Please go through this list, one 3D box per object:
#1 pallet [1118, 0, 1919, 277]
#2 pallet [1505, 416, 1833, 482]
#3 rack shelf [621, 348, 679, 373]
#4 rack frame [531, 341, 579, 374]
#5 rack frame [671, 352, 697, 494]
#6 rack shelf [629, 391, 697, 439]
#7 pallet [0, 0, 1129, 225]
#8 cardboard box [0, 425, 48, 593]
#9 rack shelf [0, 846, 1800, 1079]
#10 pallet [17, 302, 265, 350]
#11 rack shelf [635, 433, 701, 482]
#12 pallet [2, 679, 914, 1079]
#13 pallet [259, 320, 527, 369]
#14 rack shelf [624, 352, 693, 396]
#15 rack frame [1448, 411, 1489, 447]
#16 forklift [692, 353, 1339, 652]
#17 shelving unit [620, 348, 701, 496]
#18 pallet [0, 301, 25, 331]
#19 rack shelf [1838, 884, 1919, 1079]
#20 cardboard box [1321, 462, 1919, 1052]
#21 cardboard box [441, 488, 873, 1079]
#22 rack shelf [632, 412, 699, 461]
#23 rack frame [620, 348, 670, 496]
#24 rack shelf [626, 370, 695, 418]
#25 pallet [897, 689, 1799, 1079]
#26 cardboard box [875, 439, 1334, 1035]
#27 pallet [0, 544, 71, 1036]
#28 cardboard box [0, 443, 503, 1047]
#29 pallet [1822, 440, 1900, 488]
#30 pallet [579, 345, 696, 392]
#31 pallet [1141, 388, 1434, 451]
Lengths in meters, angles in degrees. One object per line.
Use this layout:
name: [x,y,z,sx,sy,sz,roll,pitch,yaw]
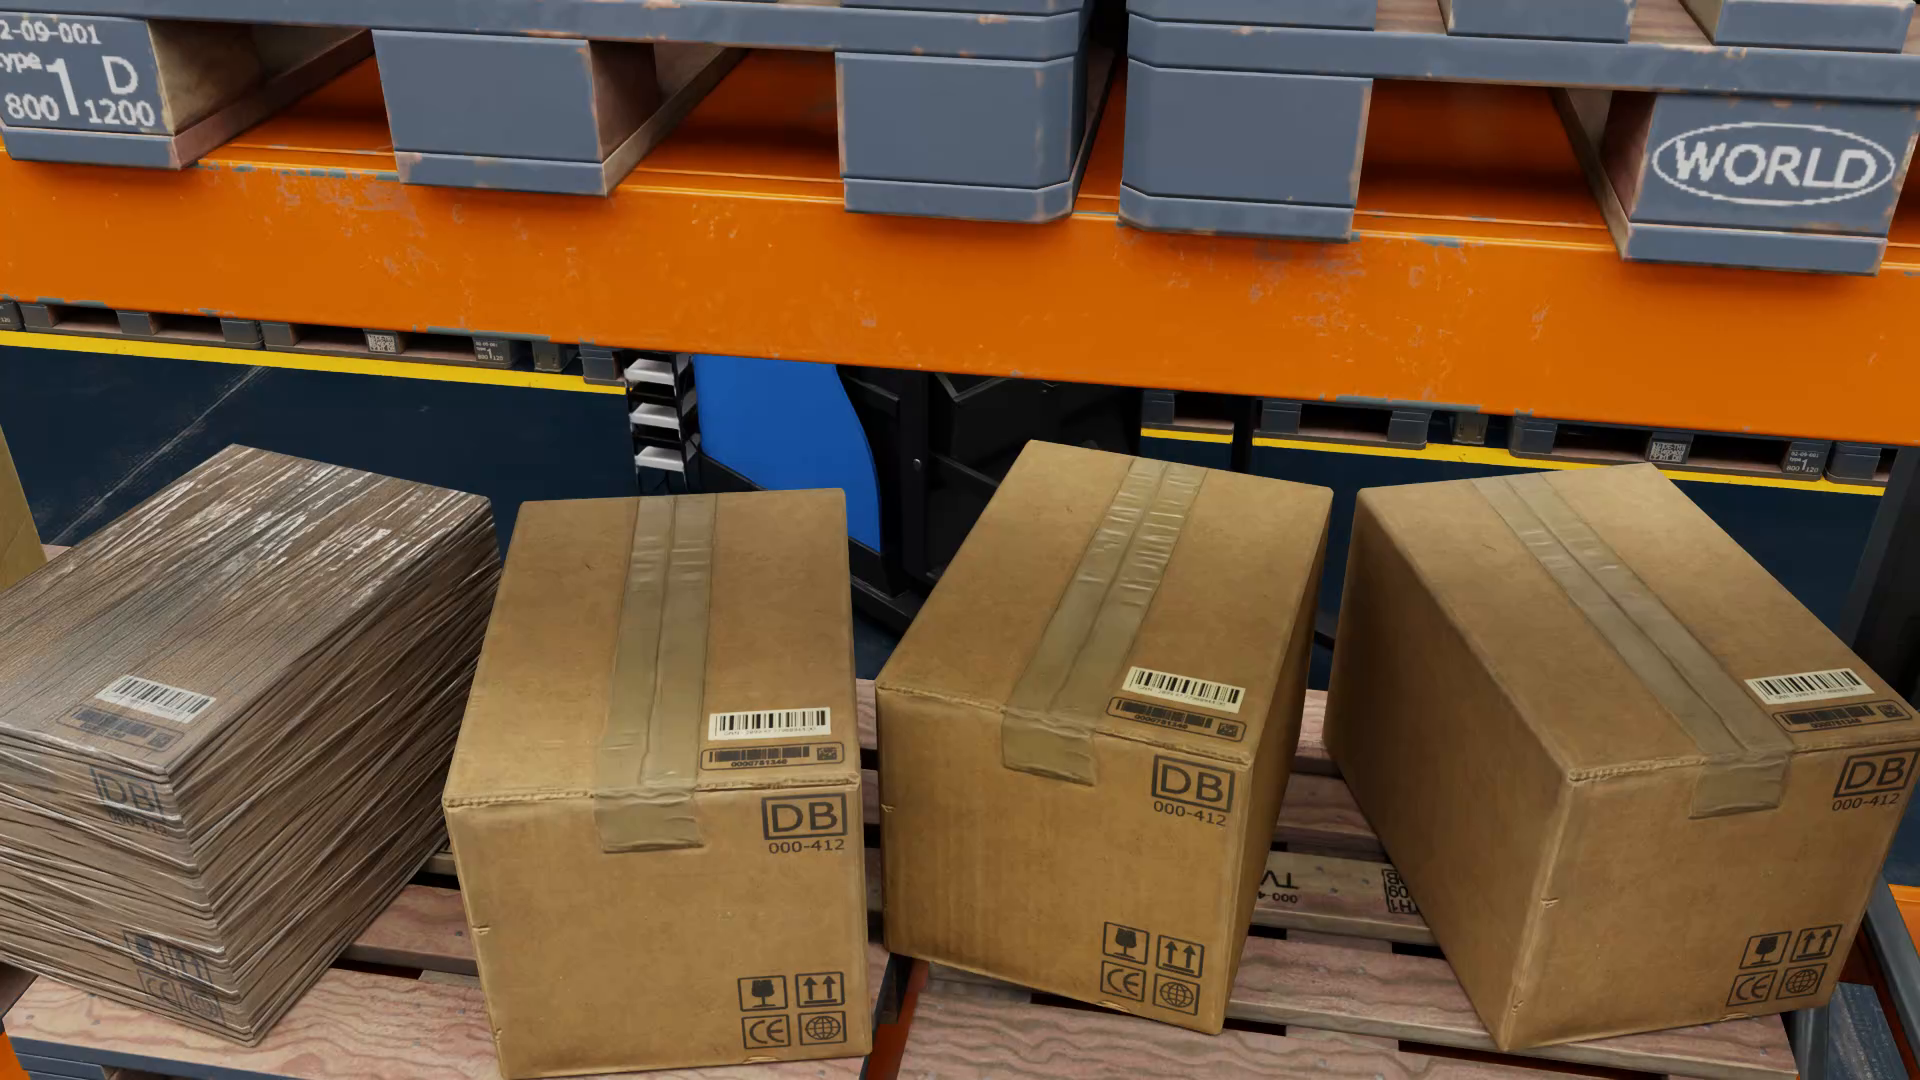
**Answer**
pallet: [0.722,-0.618,1.760,1.003,0.211,1.213,5,32,8]
pallet: [2.920,-0.632,7.060,1.213,0.211,1.003,5,32,8]
rack shelf: [-1.091,-0.710,6.089,0.200,0.077,0.258,9,33,15]
rack frame: [-1.760,-2.280,7.065,0.127,3.000,1.000,5,32,8]
rack frame: [-0.992,-0.494,6.188,0.006,0.900,0.240,9,33,15]
rack shelf: [-1.089,-0.481,6.232,0.200,0.077,0.258,9,33,15]
pallet: [-0.301,-0.709,1.906,1.003,0.211,1.213,5,32,8]
cardboard box: [-1.950,0.088,2.791,0.500,0.500,0.700,-5,32,-8]
rack shelf: [-0.618,0.795,2.831,4.000,0.370,1.077,5,32,8]
pallet: [-3.729,-1.278,8.093,1.213,0.211,1.003,5,32,8]
rack shelf: [-1.088,-0.328,6.327,0.200,0.077,0.258,9,33,15]
pallet: [-0.672,0.564,2.702,1.213,0.211,1.003,5,32,8]
pallet: [-2.530,-1.168,7.917,1.213,0.211,1.003,5,32,8]
rack shelf: [-1.090,-0.634,6.137,0.200,0.077,0.258,9,33,15]
rack frame: [2.183,-1.922,6.494,0.127,3.000,1.000,5,32,8]
forklift: [0.414,-0.956,5.015,3.031,2.935,1.130,28,42,37]
shelving unit: [-1.089,-0.509,6.214,0.210,0.900,0.258,9,33,15]
pallet: [-4.935,-1.386,8.265,1.213,0.211,1.003,5,32,8]
rack shelf: [3.325,1.152,2.260,4.000,0.370,1.077,5,32,8]
cardboard box: [0.924,0.289,2.471,0.500,0.500,0.700,-5,32,-8]
cardboard box: [-0.399,0.323,2.417,0.500,0.500,0.700,-3,32,-4]
rack shelf: [-1.088,-0.405,6.280,0.200,0.077,0.258,9,33,15]
rack frame: [-1.186,-0.525,6.240,0.006,0.900,0.240,9,33,15]
rack shelf: [-1.090,-0.558,6.184,0.200,0.077,0.258,9,33,15]
pallet: [0.584,0.622,2.611,1.213,0.211,1.003,5,32,8]
cardboard box: [0.236,0.261,2.516,0.500,0.500,0.700,10,33,16]
pallet: [-1.910,0.417,2.938,1.003,0.211,1.213,5,32,8]
cardboard box: [-1.080,0.270,2.501,0.500,0.500,0.700,11,34,17]
pallet: [4.126,-0.524,6.888,1.213,0.211,1.003,5,32,8]
pallet: [-0.995,-0.988,7.629,1.213,0.211,1.003,5,32,8]
pallet: [1.410,-0.770,7.281,1.213,0.211,1.003,5,32,8]
